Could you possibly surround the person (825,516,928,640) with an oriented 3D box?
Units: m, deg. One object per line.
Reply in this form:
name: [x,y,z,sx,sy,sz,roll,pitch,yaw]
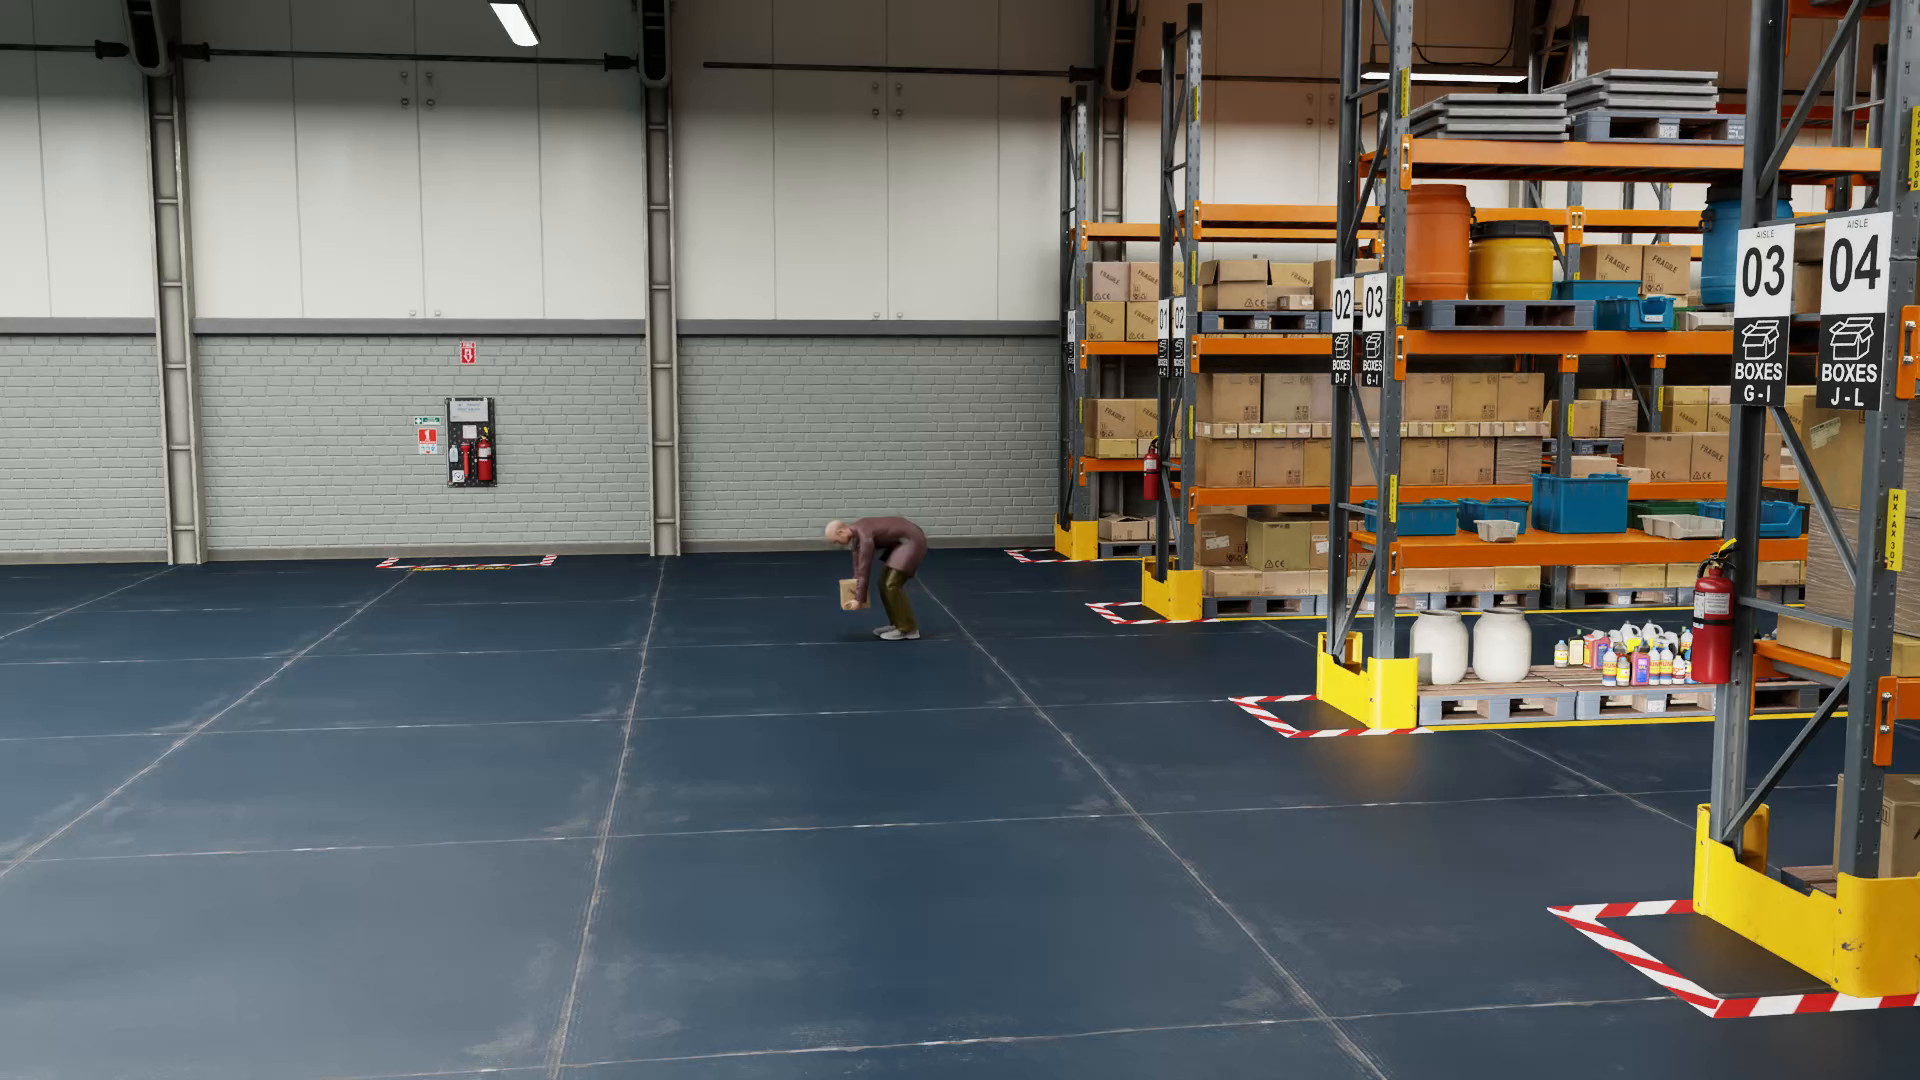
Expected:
person: [-0.777,0.352,15.498,0.948,1.140,0.564,-1,6,-11]
